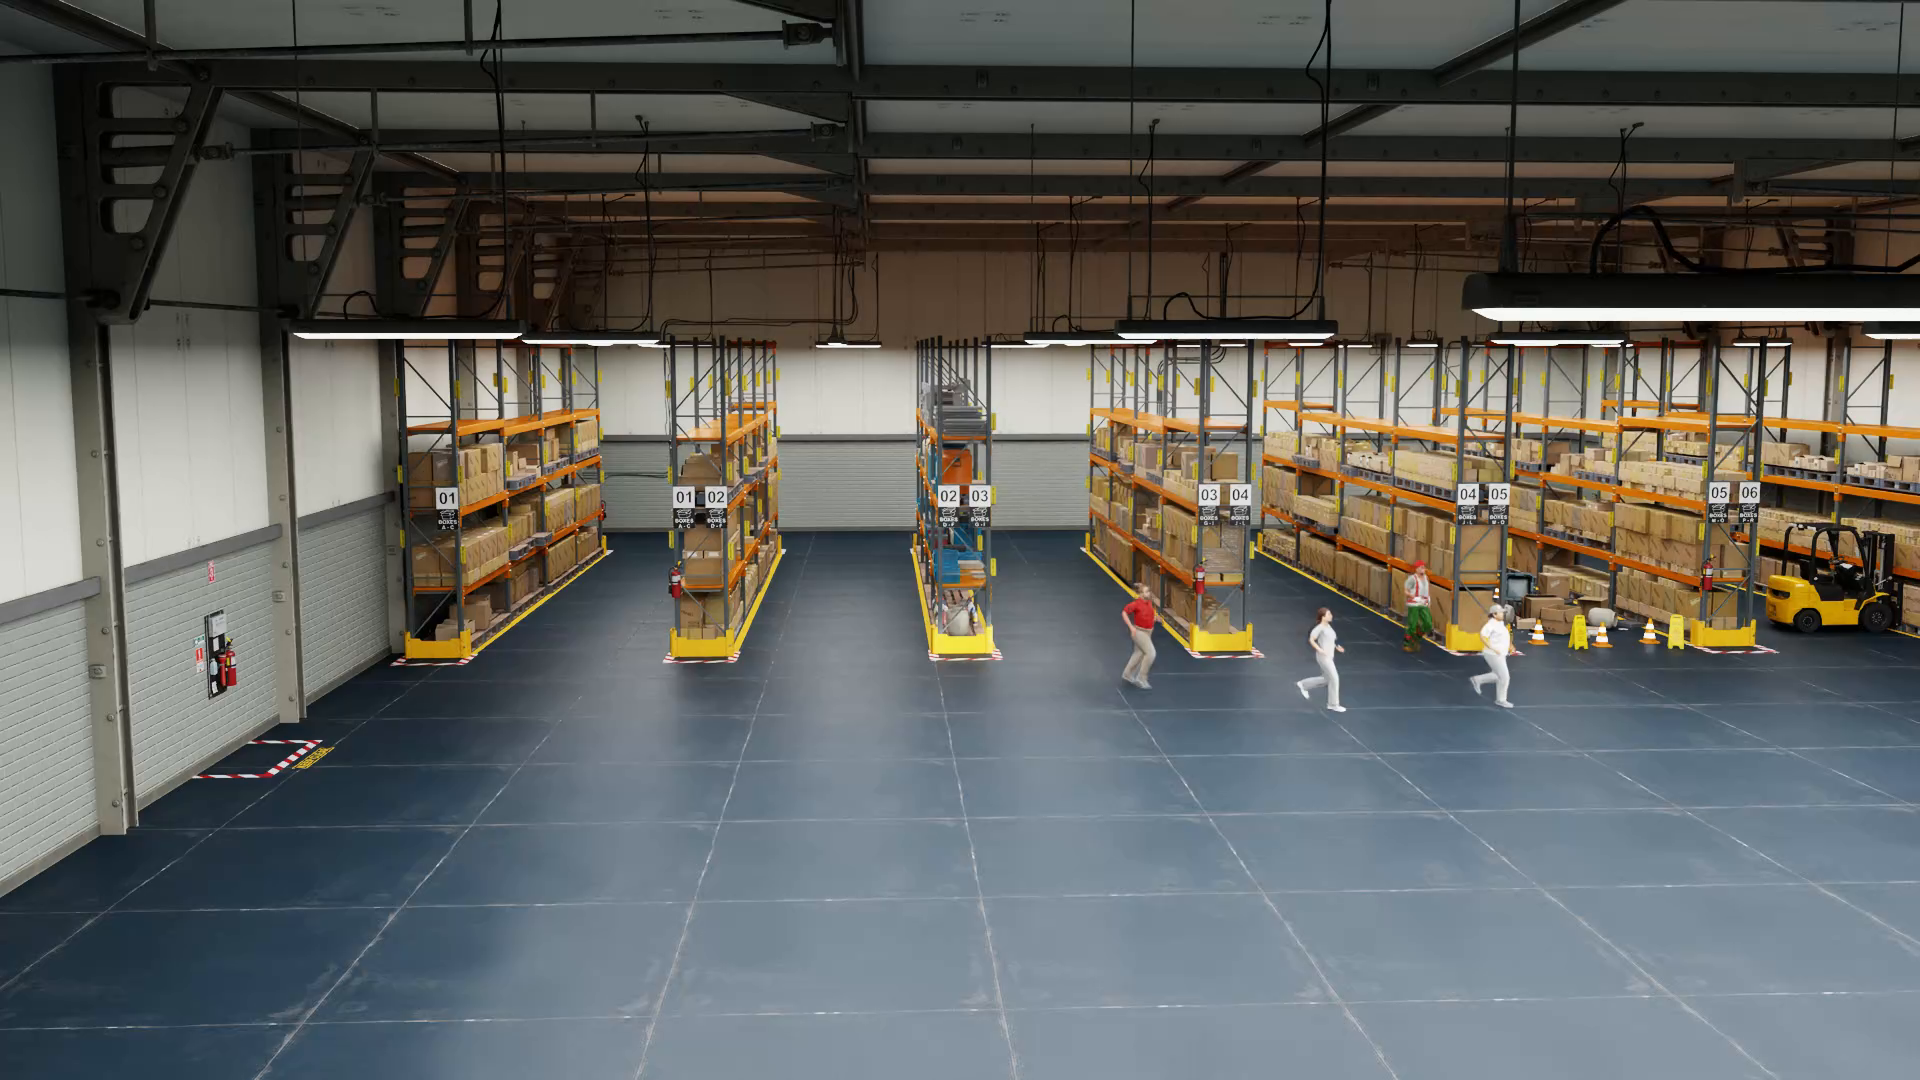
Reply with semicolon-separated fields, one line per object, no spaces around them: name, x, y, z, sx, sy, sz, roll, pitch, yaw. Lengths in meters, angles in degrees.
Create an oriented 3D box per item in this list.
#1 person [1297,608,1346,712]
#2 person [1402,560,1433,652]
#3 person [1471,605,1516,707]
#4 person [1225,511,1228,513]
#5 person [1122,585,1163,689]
person;5.790;1.899;26.616;0.818;1.660;0.566;4;7;28
person;8.747;1.267;31.594;0.713;1.771;0.580;-3;7;-25
person;8.642;1.868;26.986;0.745;1.650;0.607;4;8;34
person;7.372;-0.538;48.108;0.766;1.634;0.637;3;7;26
person;3.112;1.655;28.436;0.749;1.784;0.638;4;8;30
